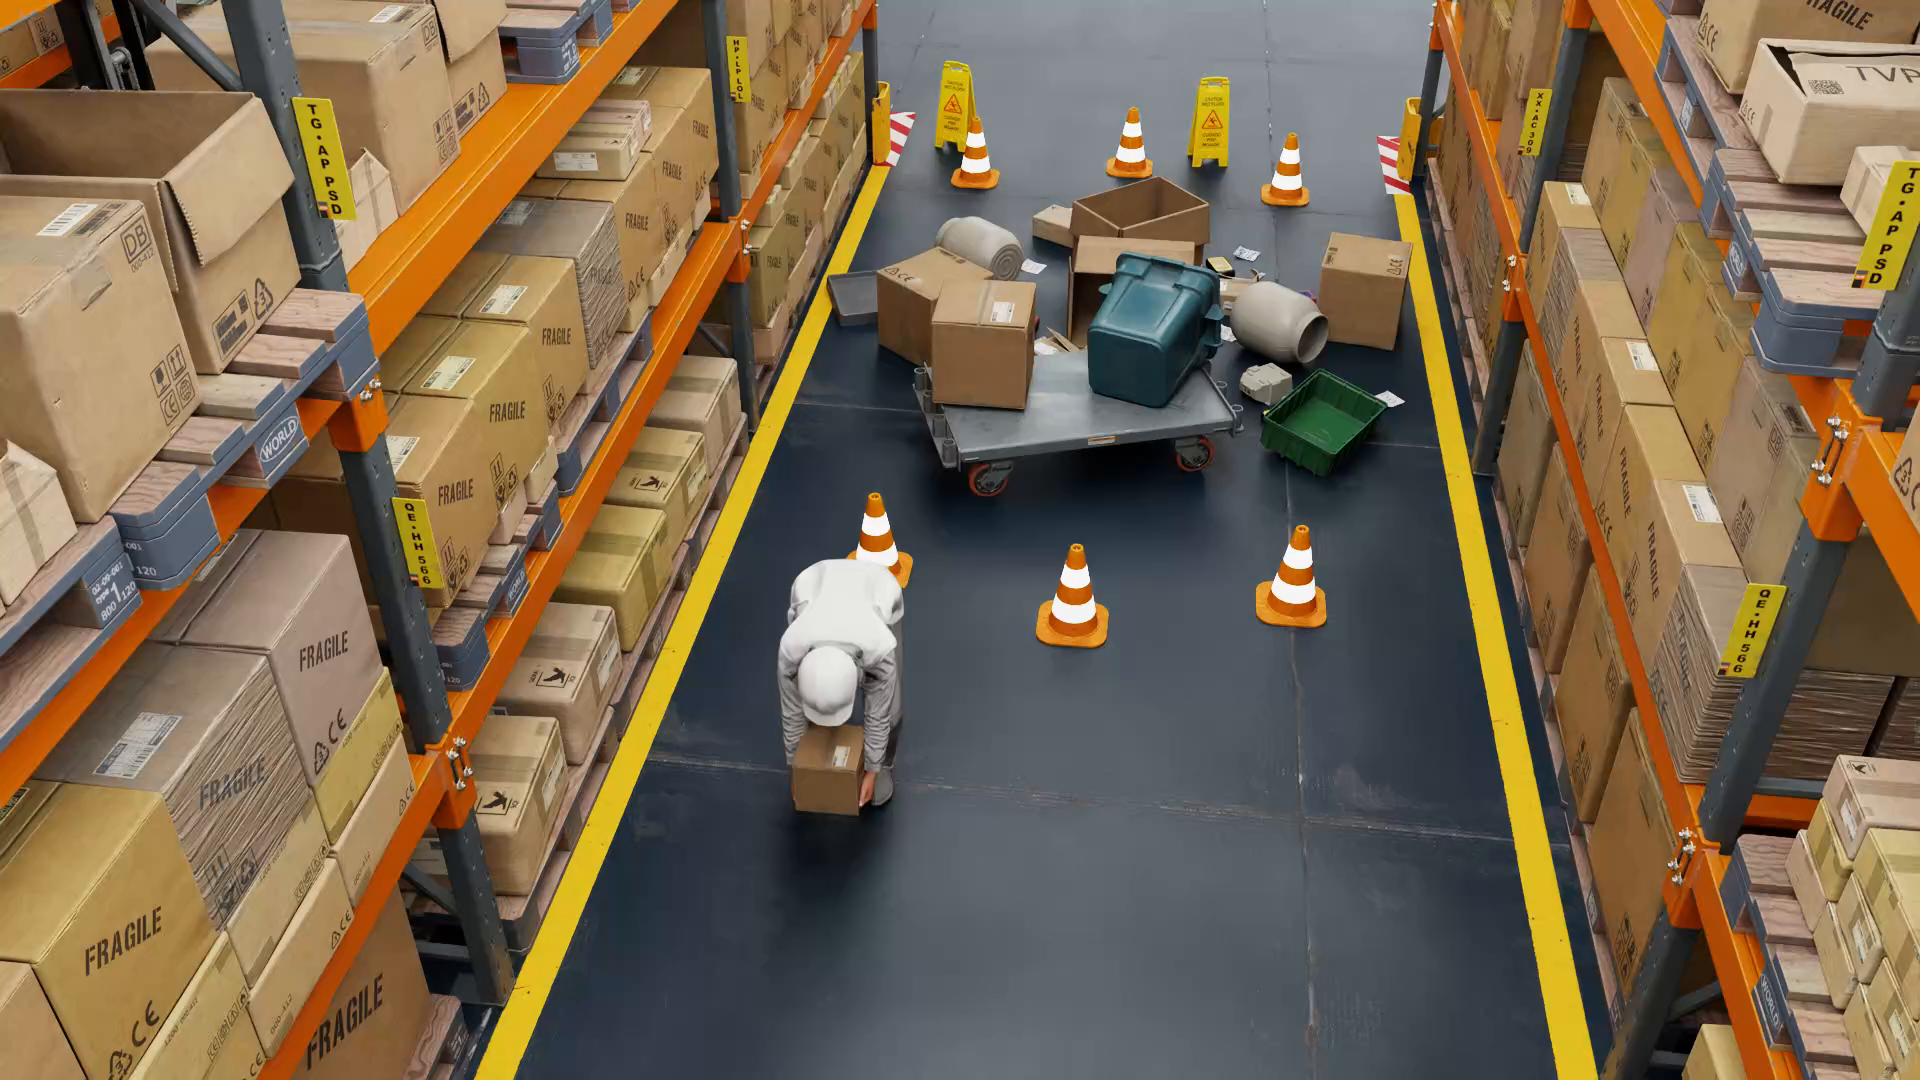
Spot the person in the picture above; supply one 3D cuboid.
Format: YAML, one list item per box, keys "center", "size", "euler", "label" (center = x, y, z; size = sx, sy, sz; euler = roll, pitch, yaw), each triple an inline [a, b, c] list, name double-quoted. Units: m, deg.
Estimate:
- center: [-0.473, 0.659, 6.653]
  size: [0.486, 1.133, 0.991]
  euler: [3, 36, 4]
  label: "person"
